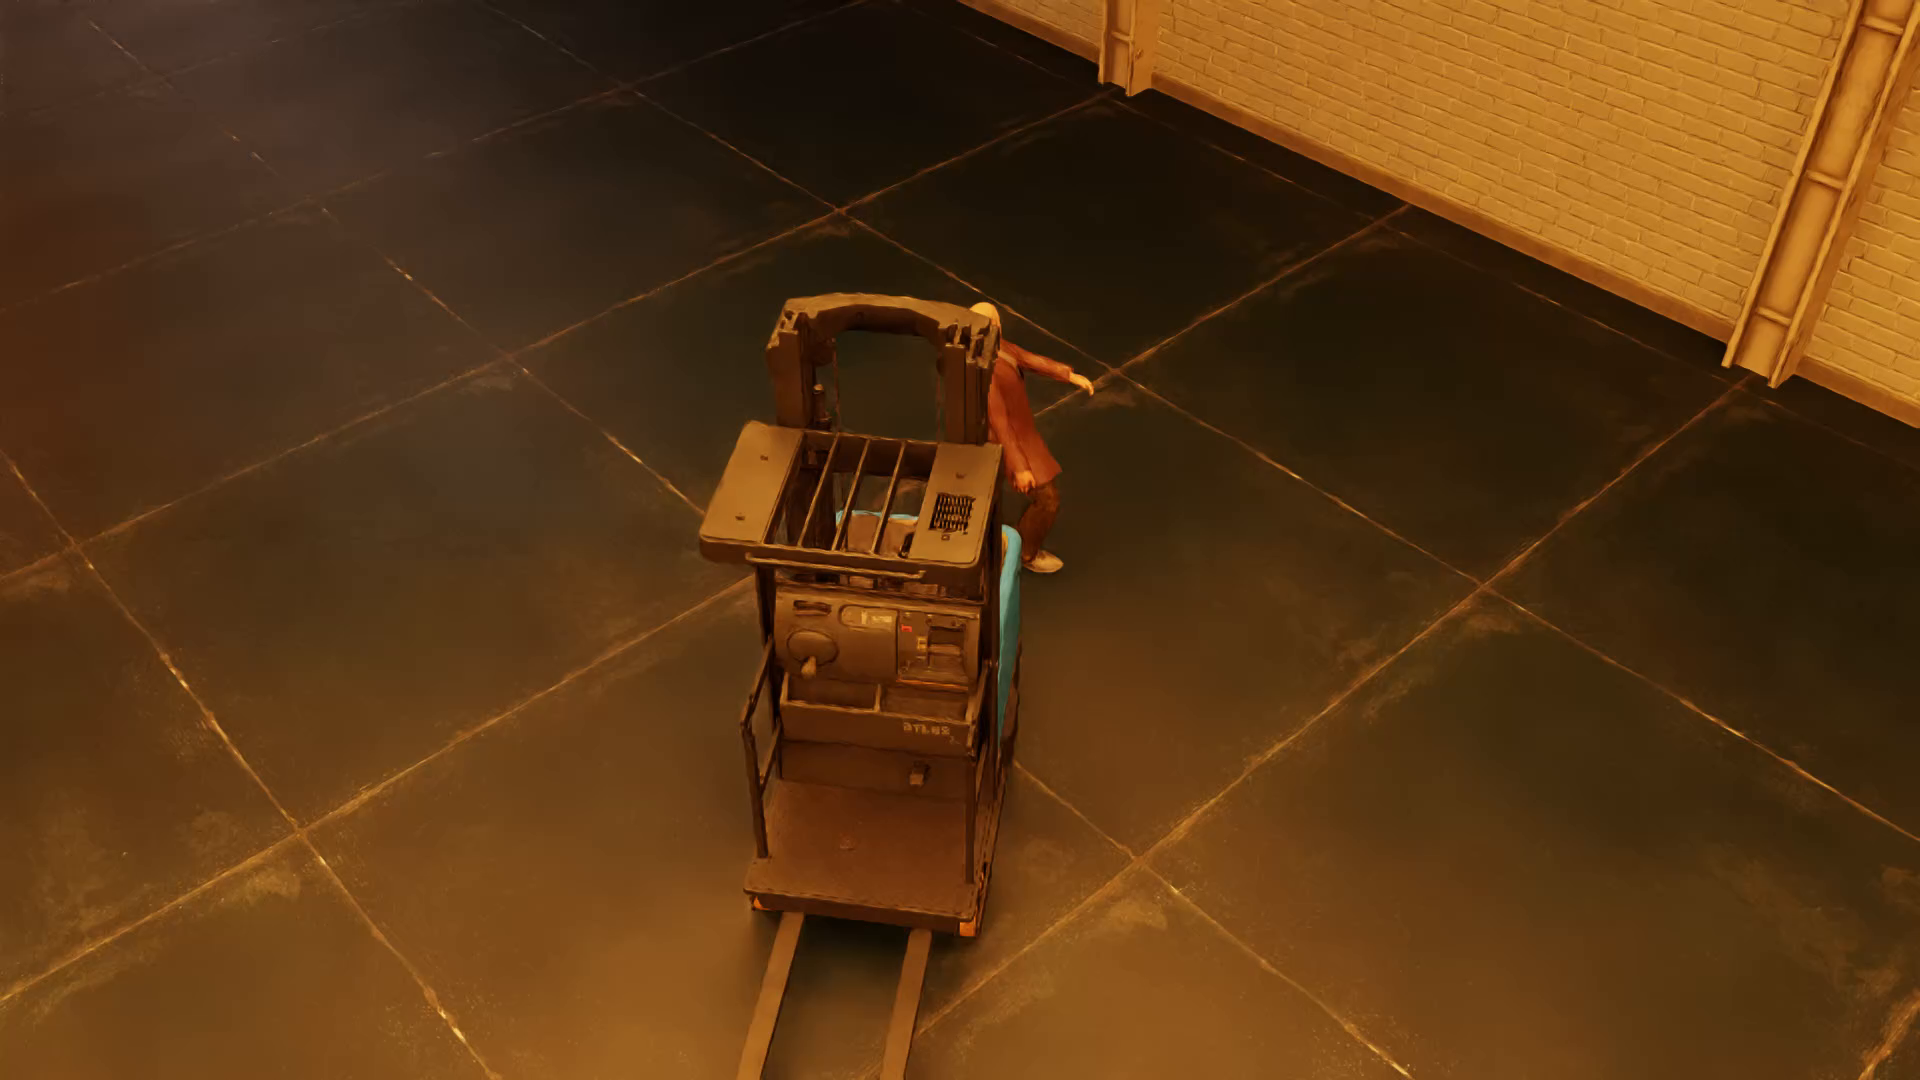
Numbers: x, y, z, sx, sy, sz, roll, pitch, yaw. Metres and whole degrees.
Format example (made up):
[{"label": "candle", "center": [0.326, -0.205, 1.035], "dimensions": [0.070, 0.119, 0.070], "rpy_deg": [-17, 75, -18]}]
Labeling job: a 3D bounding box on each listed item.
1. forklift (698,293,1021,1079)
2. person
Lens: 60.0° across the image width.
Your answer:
[{"label": "forklift", "center": [-0.404, 0.530, 7.295], "dimensions": [1.130, 2.935, 3.031], "rpy_deg": [6, 41, 7]}, {"label": "person", "center": [0.324, -0.568, 9.544], "dimensions": [0.927, 1.654, 0.804], "rpy_deg": [-10, 42, -11]}]
